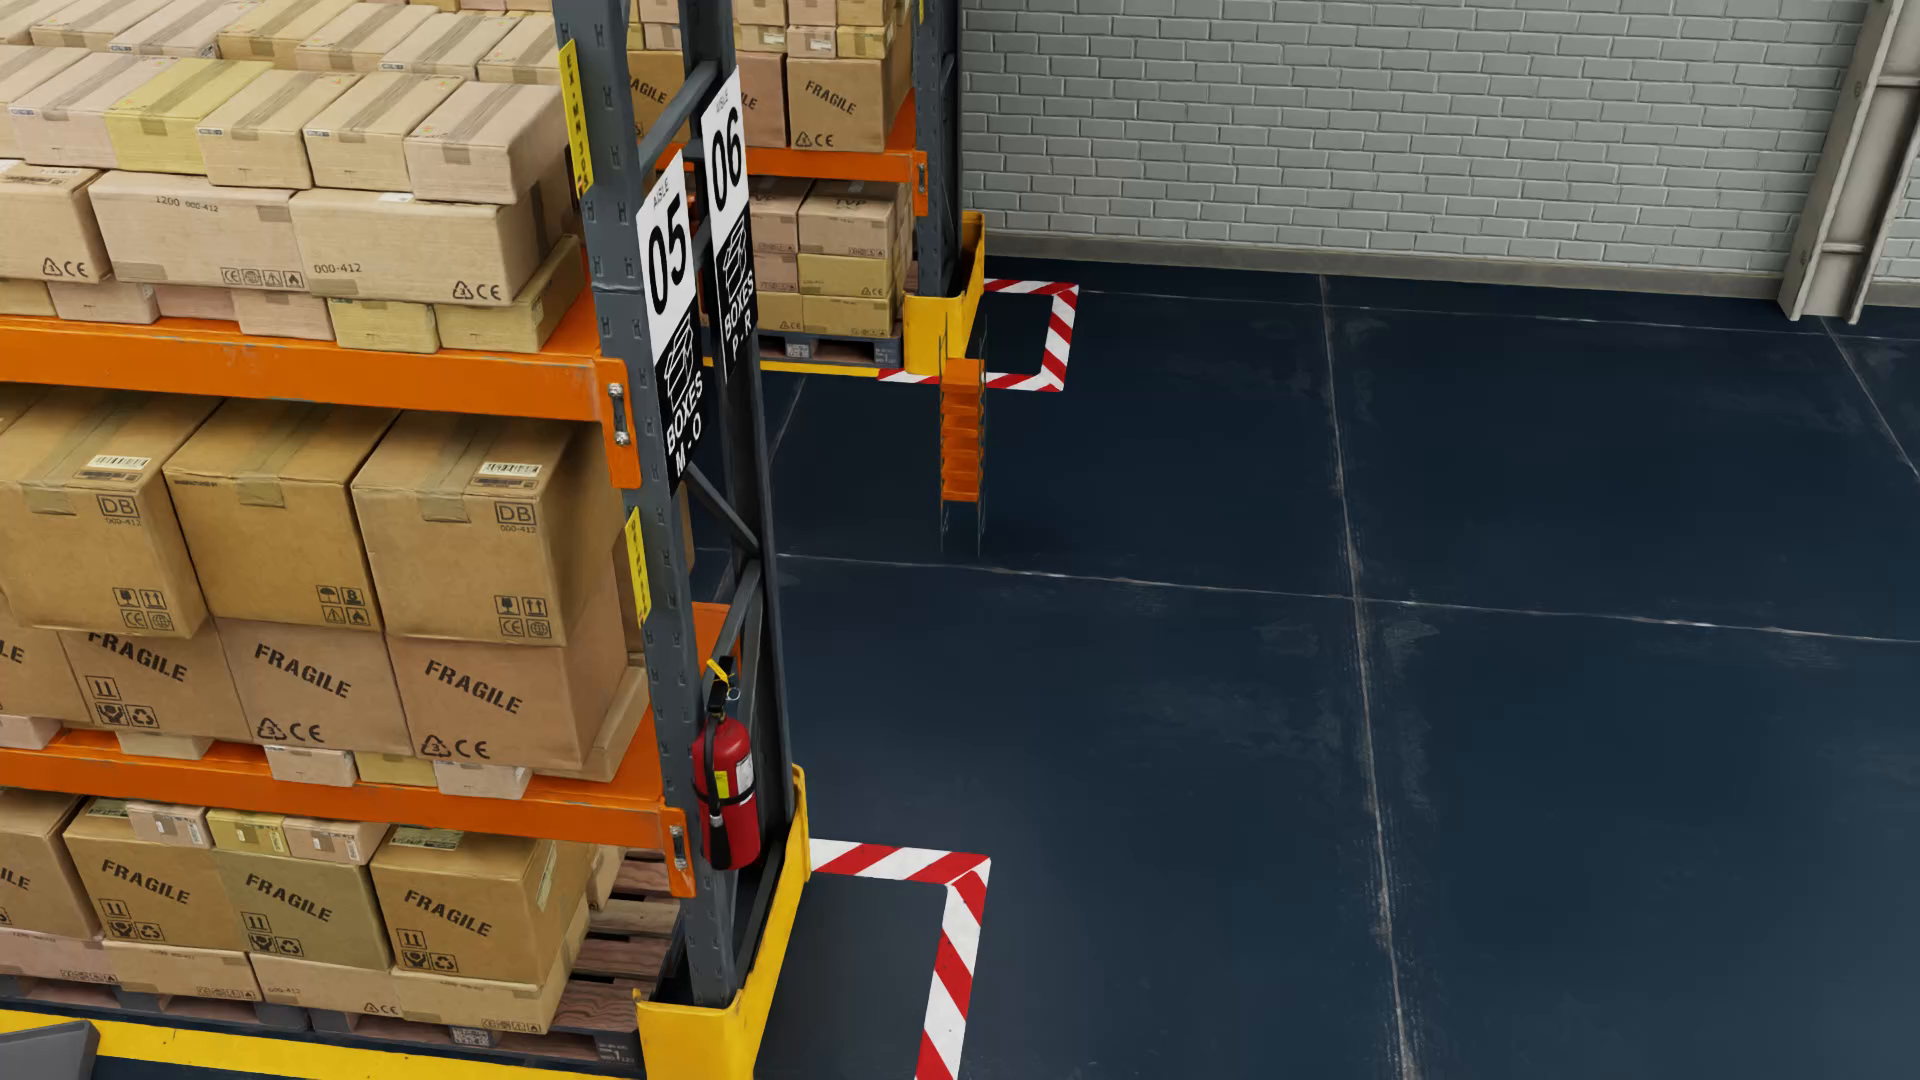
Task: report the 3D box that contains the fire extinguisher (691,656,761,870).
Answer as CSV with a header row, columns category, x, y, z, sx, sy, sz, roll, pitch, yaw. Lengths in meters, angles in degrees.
category,x,y,z,sx,sy,sz,roll,pitch,yaw
fire extinguisher,-0.685,0.661,4.809,0.183,0.674,0.296,4,36,6

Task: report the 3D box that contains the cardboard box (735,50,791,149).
category,x,y,z,sx,sy,sz,roll,pitch,yaw
cardboard box,-1.146,-2.475,9.049,0.500,0.500,0.500,5,36,7

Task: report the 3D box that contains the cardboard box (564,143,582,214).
category,x,y,z,sx,sy,sz,roll,pitch,yaw
cardboard box,-1.204,-1.117,4.523,0.500,0.250,0.500,4,36,5

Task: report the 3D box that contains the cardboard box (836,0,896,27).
category,x,y,z,sx,sy,sz,roll,pitch,yaw
cardboard box,-0.493,-2.836,8.741,0.250,0.149,0.380,4,36,6

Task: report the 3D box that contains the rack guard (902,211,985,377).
category,x,y,z,sx,sy,sz,roll,pitch,yaw
rack guard,-0.087,-1.486,9.902,0.348,0.500,1.175,4,36,6

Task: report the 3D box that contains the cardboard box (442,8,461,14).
category,x,y,z,sx,sy,sz,roll,pitch,yaw
cardboard box,-2.782,-2.828,8.986,0.250,0.149,0.380,4,36,5

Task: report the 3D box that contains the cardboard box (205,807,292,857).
category,x,y,z,sx,sy,sz,roll,pitch,yaw
cardboard box,-2.189,0.816,5.326,0.250,0.149,0.380,5,36,7

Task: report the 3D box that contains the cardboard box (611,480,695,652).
category,x,y,z,sx,sy,sz,roll,pitch,yaw
cardboard box,-1.174,-0.002,5.328,0.500,0.500,0.500,4,36,5

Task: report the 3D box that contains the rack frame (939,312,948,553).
category,x,y,z,sx,sy,sz,roll,pitch,yaw
rack frame,-0.076,-0.494,7.909,0.006,1.200,0.240,4,36,6

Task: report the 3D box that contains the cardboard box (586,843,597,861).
category,x,y,z,sx,sy,sz,roll,pitch,yaw
cardboard box,-1.528,0.778,5.938,0.500,0.500,0.500,3,36,4

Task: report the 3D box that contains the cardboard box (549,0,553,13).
category,x,y,z,sx,sy,sz,roll,pitch,yaw
cardboard box,-2.015,-2.946,8.895,0.250,0.149,0.380,5,36,7

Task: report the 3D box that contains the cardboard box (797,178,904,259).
category,x,y,z,sx,sy,sz,roll,pitch,yaw
cardboard box,-0.608,-1.818,9.360,0.500,0.250,0.500,5,36,8

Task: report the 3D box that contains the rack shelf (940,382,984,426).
category,x,y,z,sx,sy,sz,roll,pitch,yaw
rack shelf,0.014,-0.646,7.786,0.180,0.103,0.258,4,36,6

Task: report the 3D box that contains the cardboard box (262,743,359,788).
category,x,y,z,sx,sy,sz,roll,pitch,yaw
cardboard box,-1.914,0.565,5.092,0.250,0.149,0.380,5,36,7

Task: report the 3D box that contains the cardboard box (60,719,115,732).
category,x,y,z,sx,sy,sz,roll,pitch,yaw
cardboard box,-2.651,0.429,5.284,0.250,0.149,0.380,4,36,6

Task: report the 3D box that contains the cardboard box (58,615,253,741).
category,x,y,z,sx,sy,sz,roll,pitch,yaw
cardboard box,-2.305,0.233,4.999,0.500,0.500,0.500,4,36,6

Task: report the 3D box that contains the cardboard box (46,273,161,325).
category,x,y,z,sx,sy,sz,roll,pitch,yaw
cardboard box,-2.135,-0.716,4.305,0.250,0.149,0.380,4,36,6

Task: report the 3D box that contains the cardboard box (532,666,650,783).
category,x,y,z,sx,sy,sz,roll,pitch,yaw
cardboard box,-1.138,0.553,5.109,0.250,0.149,0.380,5,36,8

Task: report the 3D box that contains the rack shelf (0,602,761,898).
category,x,y,z,sx,sy,sz,roll,pitch,yaw
rack shelf,-2.723,0.500,5.587,4.000,0.370,1.077,4,36,6

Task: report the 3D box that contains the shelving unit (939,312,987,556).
category,x,y,z,sx,sy,sz,roll,pitch,yaw
shelving unit,0.014,-0.487,7.900,0.189,1.200,0.258,4,36,6

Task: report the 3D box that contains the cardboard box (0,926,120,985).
category,x,y,z,sx,sy,sz,roll,pitch,yaw
cardboard box,-3.099,1.277,5.884,0.500,0.250,0.500,4,36,5

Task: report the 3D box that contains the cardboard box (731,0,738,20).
category,x,y,z,sx,sy,sz,roll,pitch,yaw
cardboard box,-1.242,-2.901,8.833,0.250,0.149,0.380,4,36,6

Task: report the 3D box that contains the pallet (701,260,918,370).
category,x,y,z,sx,sy,sz,roll,pitch,yaw
pallet,-0.875,-1.403,10.034,1.213,0.211,1.003,4,36,6

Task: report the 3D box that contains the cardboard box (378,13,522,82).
category,x,y,z,sx,sy,sz,roll,pitch,yaw
cardboard box,-1.318,-1.242,4.355,0.250,0.149,0.380,4,36,6

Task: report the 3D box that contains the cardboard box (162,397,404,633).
category,x,y,z,sx,sy,sz,roll,pitch,yaw
cardboard box,-1.775,-0.167,4.700,0.500,0.500,0.700,5,36,6

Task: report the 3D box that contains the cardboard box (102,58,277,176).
category,x,y,z,sx,sy,sz,roll,pitch,yaw
cardboard box,-1.864,-1.041,4.074,0.250,0.149,0.380,4,36,6

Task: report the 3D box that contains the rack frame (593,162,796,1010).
category,x,y,z,sx,sy,sz,roll,pitch,yaw
rack frame,-0.740,0.355,5.170,0.127,3.000,1.000,4,36,6

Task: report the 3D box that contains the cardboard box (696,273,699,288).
category,x,y,z,sx,sy,sz,roll,pitch,yaw
cardboard box,-1.644,-1.686,9.605,0.500,0.250,0.500,3,36,5

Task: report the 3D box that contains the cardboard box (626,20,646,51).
category,x,y,z,sx,sy,sz,roll,pitch,yaw
cardboard box,-1.766,-2.755,8.884,0.250,0.149,0.380,5,36,6

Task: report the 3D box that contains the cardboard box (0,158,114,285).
category,x,y,z,sx,sy,sz,roll,pitch,yaw
cardboard box,-2.295,-0.882,4.195,0.500,0.250,0.500,5,36,7

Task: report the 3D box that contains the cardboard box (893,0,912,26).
category,x,y,z,sx,sy,sz,roll,pitch,yaw
cardboard box,-0.414,-2.984,9.205,0.250,0.149,0.380,3,36,5

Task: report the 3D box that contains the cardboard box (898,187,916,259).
category,x,y,z,sx,sy,sz,roll,pitch,yaw
cardboard box,-0.551,-1.915,9.926,0.500,0.250,0.500,5,36,7

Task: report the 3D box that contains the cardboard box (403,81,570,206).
category,x,y,z,sx,sy,sz,roll,pitch,yaw
cardboard box,-1.113,-0.943,3.937,0.250,0.149,0.380,5,36,6

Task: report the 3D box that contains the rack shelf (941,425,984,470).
category,x,y,z,sx,sy,sz,roll,pitch,yaw
rack shelf,0.014,-0.451,7.926,0.180,0.103,0.258,4,36,6

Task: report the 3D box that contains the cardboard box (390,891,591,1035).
category,x,y,z,sx,sy,sz,roll,pitch,yaw
cardboard box,-1.599,1.397,5.716,0.500,0.250,0.500,4,36,6

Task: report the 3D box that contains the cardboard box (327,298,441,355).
category,x,y,z,sx,sy,sz,roll,pitch,yaw
cardboard box,-1.380,-0.628,4.182,0.250,0.149,0.380,5,36,6

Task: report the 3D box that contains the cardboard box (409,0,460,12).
category,x,y,z,sx,sy,sz,roll,pitch,yaw
cardboard box,-2.772,-2.970,8.928,0.250,0.149,0.380,4,36,5

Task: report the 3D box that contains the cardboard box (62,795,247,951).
category,x,y,z,sx,sy,sz,roll,pitch,yaw
cardboard box,-2.585,1.011,5.611,0.500,0.500,0.500,3,36,5

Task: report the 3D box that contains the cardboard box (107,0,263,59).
category,x,y,z,sx,sy,sz,roll,pitch,yaw
cardboard box,-2.055,-1.320,4.465,0.250,0.149,0.380,4,36,6

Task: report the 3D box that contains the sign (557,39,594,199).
category,x,y,z,sx,sy,sz,roll,pitch,yaw
sign,-0.830,-0.908,3.596,0.005,0.325,0.100,4,36,6

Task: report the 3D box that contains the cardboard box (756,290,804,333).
category,x,y,z,sx,sy,sz,roll,pitch,yaw
cardboard box,-1.109,-1.452,9.708,0.500,0.250,0.500,4,36,6

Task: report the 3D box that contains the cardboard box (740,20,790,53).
category,x,y,z,sx,sy,sz,roll,pitch,yaw
cardboard box,-0.997,-2.730,8.849,0.250,0.149,0.380,5,36,7
